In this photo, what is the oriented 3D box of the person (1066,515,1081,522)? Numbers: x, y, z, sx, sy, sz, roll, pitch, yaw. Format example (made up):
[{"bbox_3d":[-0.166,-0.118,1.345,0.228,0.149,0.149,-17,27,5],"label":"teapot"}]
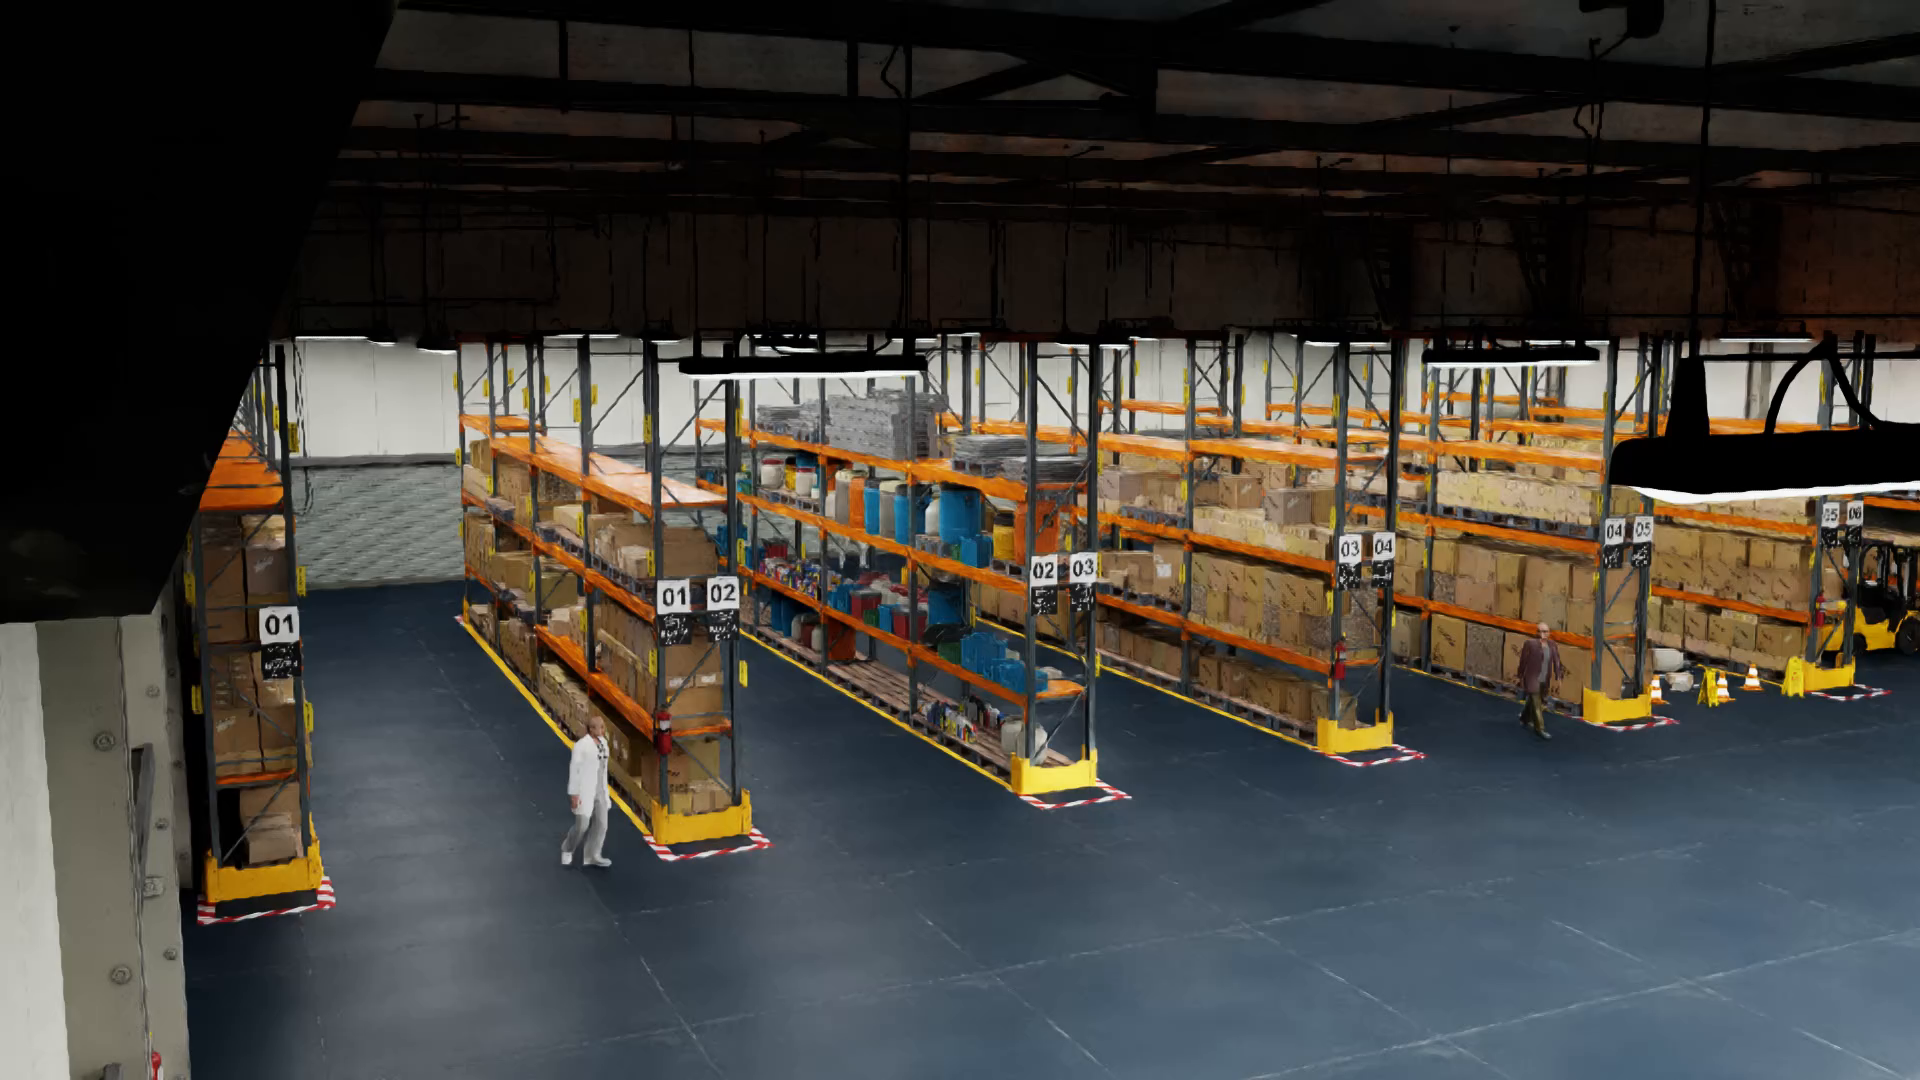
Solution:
[{"bbox_3d":[2.889,-0.066,41.703,0.468,1.586,0.509,2,8,14],"label":"person"}]

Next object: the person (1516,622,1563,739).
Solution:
[{"bbox_3d":[8.766,2.090,25.106,0.573,1.716,1.103,-2,8,-15],"label":"person"}]

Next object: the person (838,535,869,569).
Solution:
[{"bbox_3d":[-2.688,-0.128,41.656,0.768,1.705,0.679,7,11,44],"label":"person"}]

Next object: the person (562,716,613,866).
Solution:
[{"bbox_3d":[-4.326,2.885,19.181,0.614,1.766,0.616,5,9,31],"label":"person"}]
